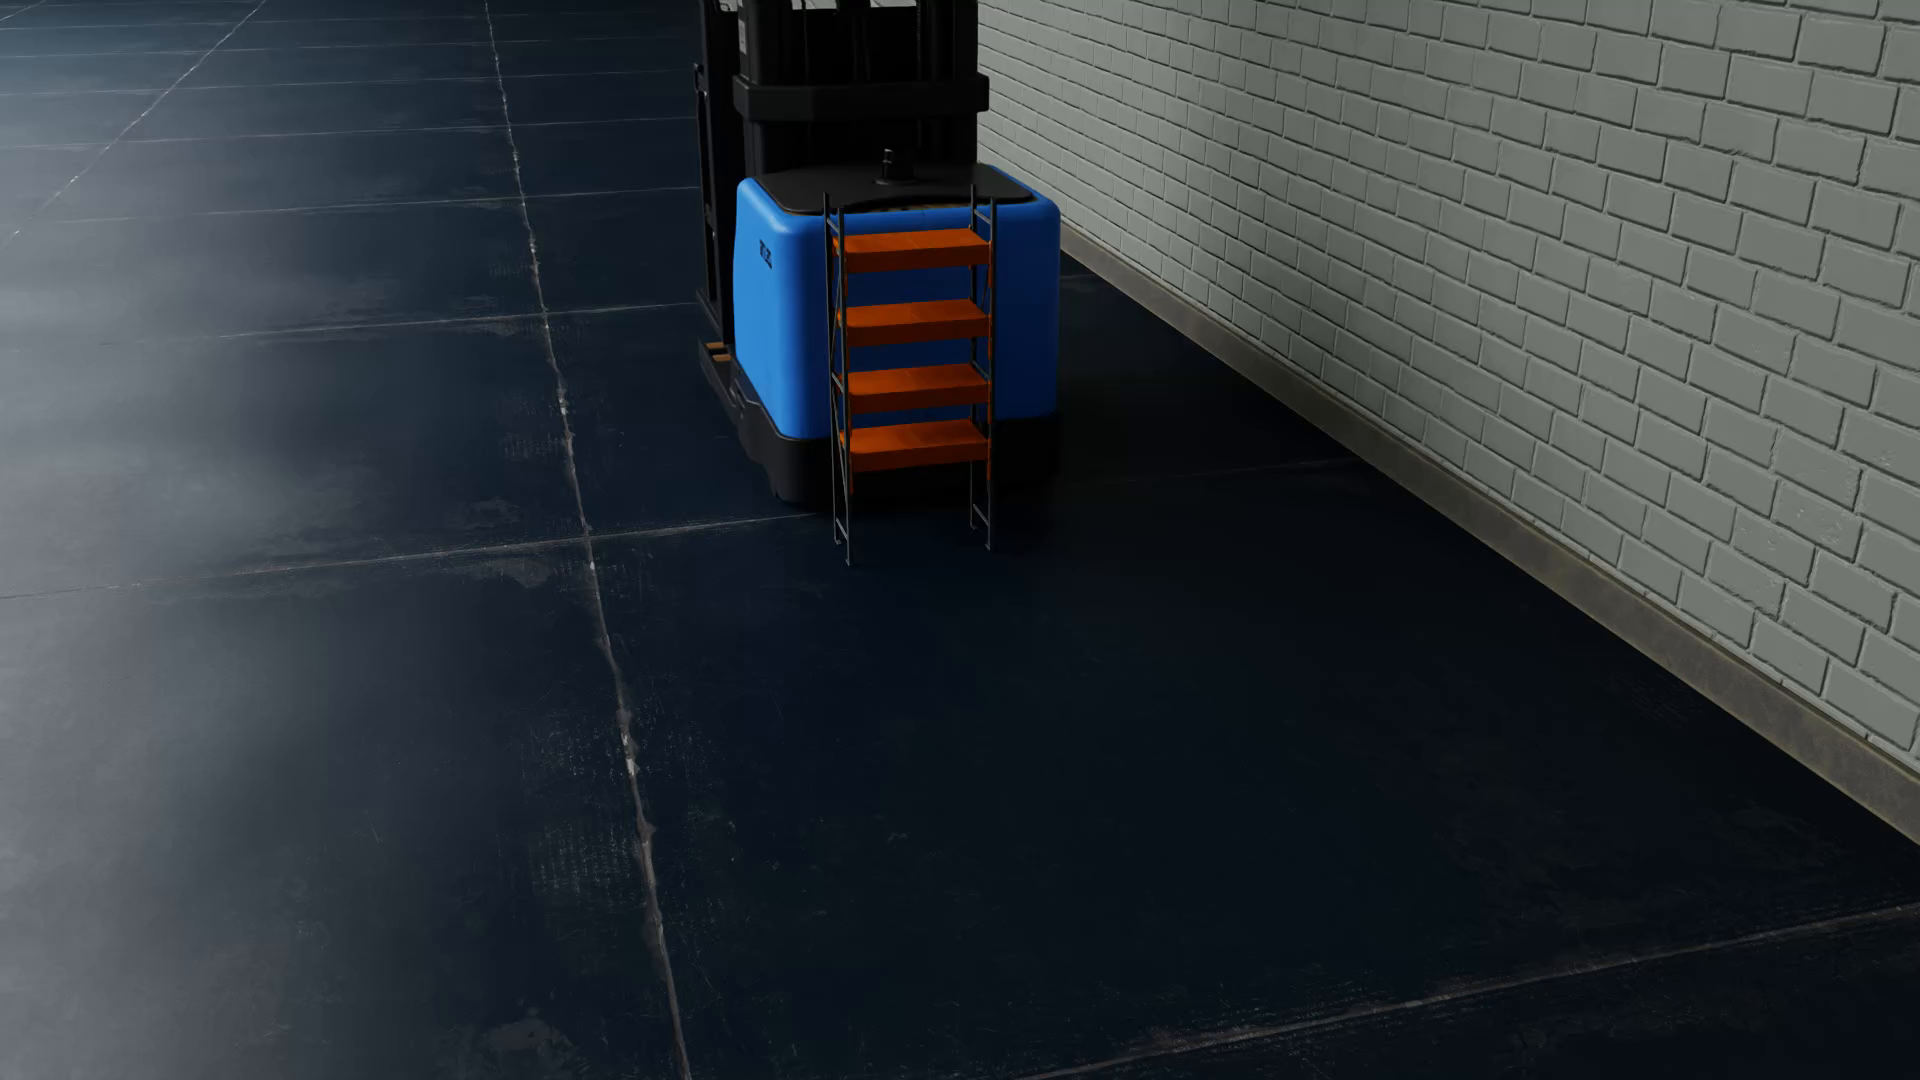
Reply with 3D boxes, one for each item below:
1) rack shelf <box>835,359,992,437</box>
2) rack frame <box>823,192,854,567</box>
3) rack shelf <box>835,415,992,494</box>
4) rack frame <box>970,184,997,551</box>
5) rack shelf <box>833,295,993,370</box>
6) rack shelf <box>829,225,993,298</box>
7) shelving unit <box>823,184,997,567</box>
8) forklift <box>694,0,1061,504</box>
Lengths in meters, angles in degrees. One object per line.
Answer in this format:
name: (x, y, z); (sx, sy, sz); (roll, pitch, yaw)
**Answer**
rack shelf: (-0.159, -0.472, 5.499); (0.480, 0.148, 0.258); (-6, 24, -14)
rack frame: (-0.394, -0.508, 5.412); (0.015, 1.200, 0.240); (-6, 24, -14)
rack shelf: (-0.159, -0.289, 5.577); (0.480, 0.148, 0.258); (-6, 24, -14)
rack frame: (0.076, -0.560, 5.533); (0.015, 1.200, 0.240); (-6, 24, -14)
rack shelf: (-0.159, -0.678, 5.411); (0.480, 0.148, 0.258); (-6, 24, -14)
rack shelf: (-0.159, -0.895, 5.317); (0.480, 0.148, 0.258); (-6, 24, -14)
shelving unit: (-0.159, -0.534, 5.472); (0.503, 1.200, 0.258); (-6, 24, -14)
forklift: (-0.536, -2.027, 6.758); (1.130, 2.935, 3.031); (-7, 24, -15)
